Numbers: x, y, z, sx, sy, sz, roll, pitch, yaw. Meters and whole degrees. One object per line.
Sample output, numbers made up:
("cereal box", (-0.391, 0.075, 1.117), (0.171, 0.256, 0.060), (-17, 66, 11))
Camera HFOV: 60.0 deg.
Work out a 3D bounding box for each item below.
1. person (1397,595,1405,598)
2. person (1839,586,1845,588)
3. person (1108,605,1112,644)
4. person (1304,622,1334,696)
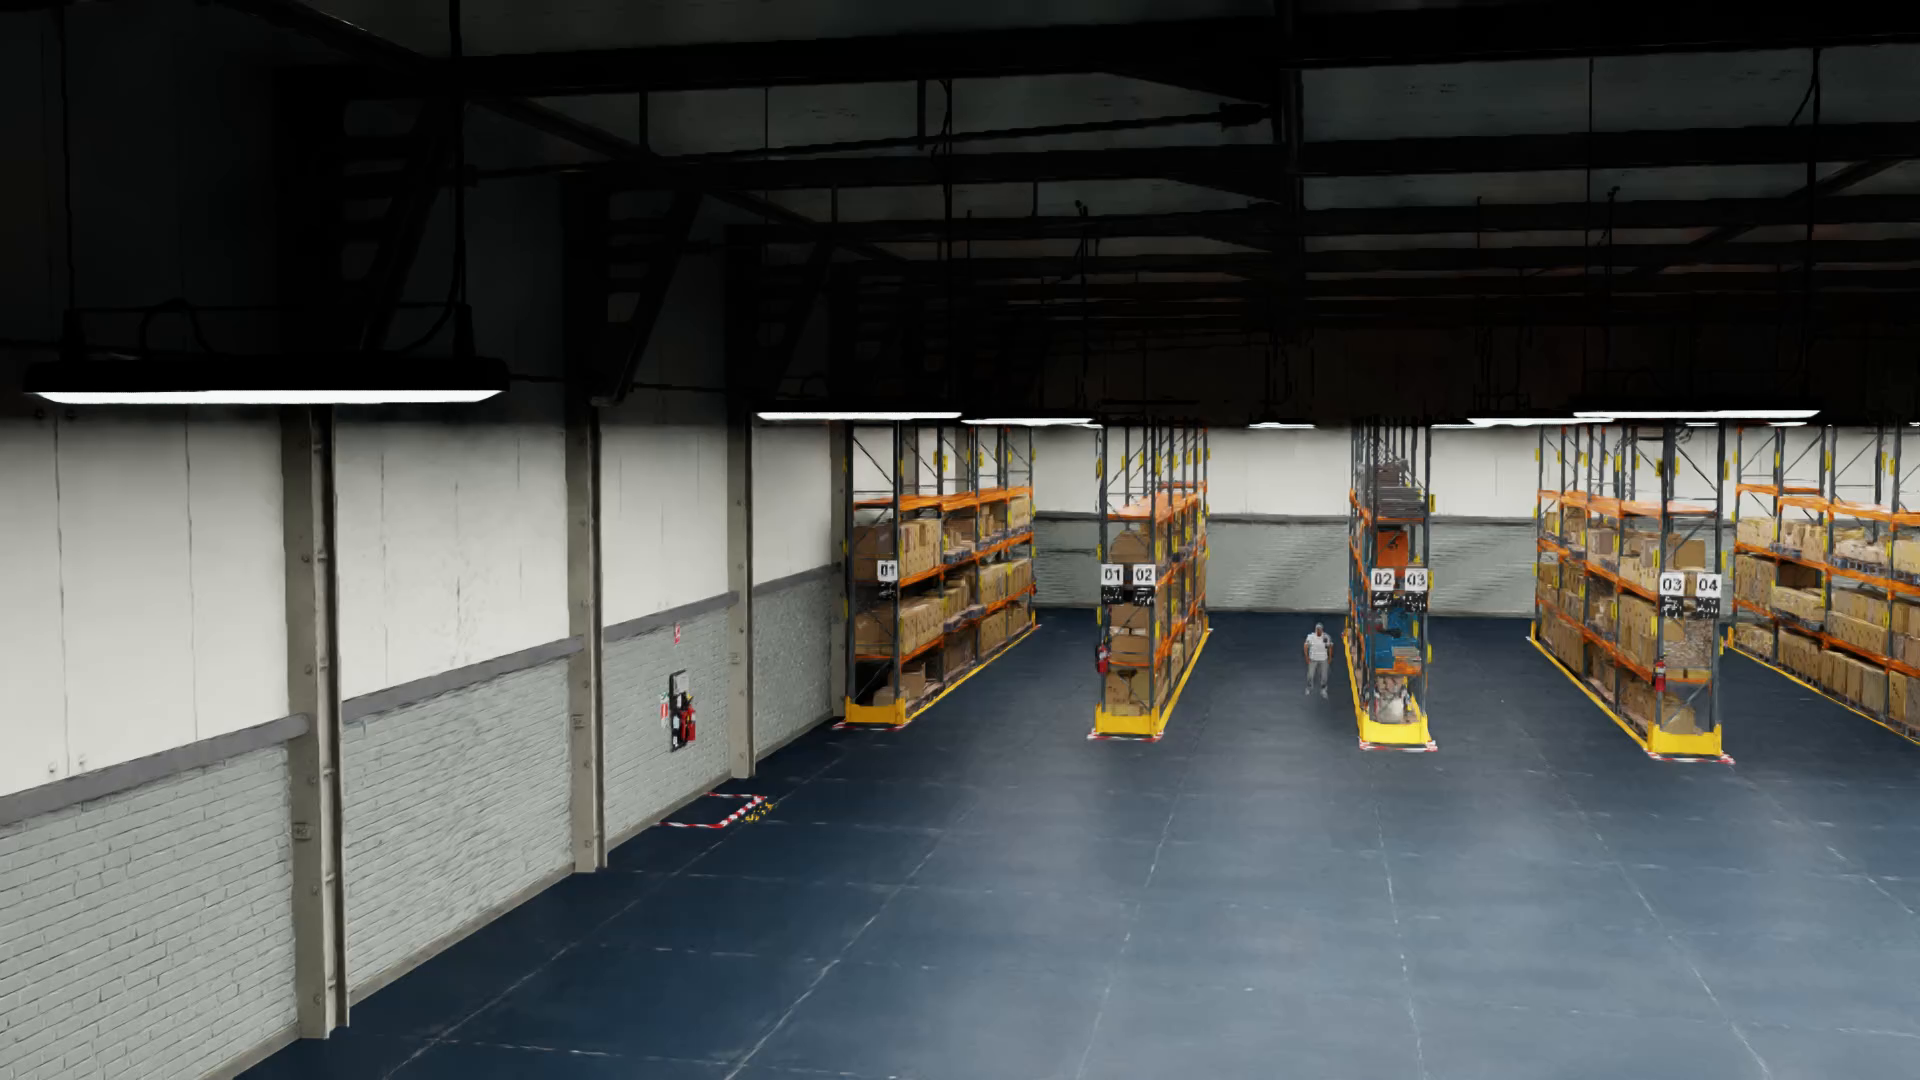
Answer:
("person", (11.900, 1.900, 44.425), (0.538, 1.715, 1.029), (0, 4, 3))
("person", (22.664, 2.021, 42.833), (0.577, 1.665, 0.554), (2, 5, 33))
("person", (4.211, 1.977, 44.155), (0.592, 1.629, 0.526), (1, 4, 10))
("person", (7.673, 2.556, 35.595), (0.625, 1.611, 0.582), (1, 4, 10))
